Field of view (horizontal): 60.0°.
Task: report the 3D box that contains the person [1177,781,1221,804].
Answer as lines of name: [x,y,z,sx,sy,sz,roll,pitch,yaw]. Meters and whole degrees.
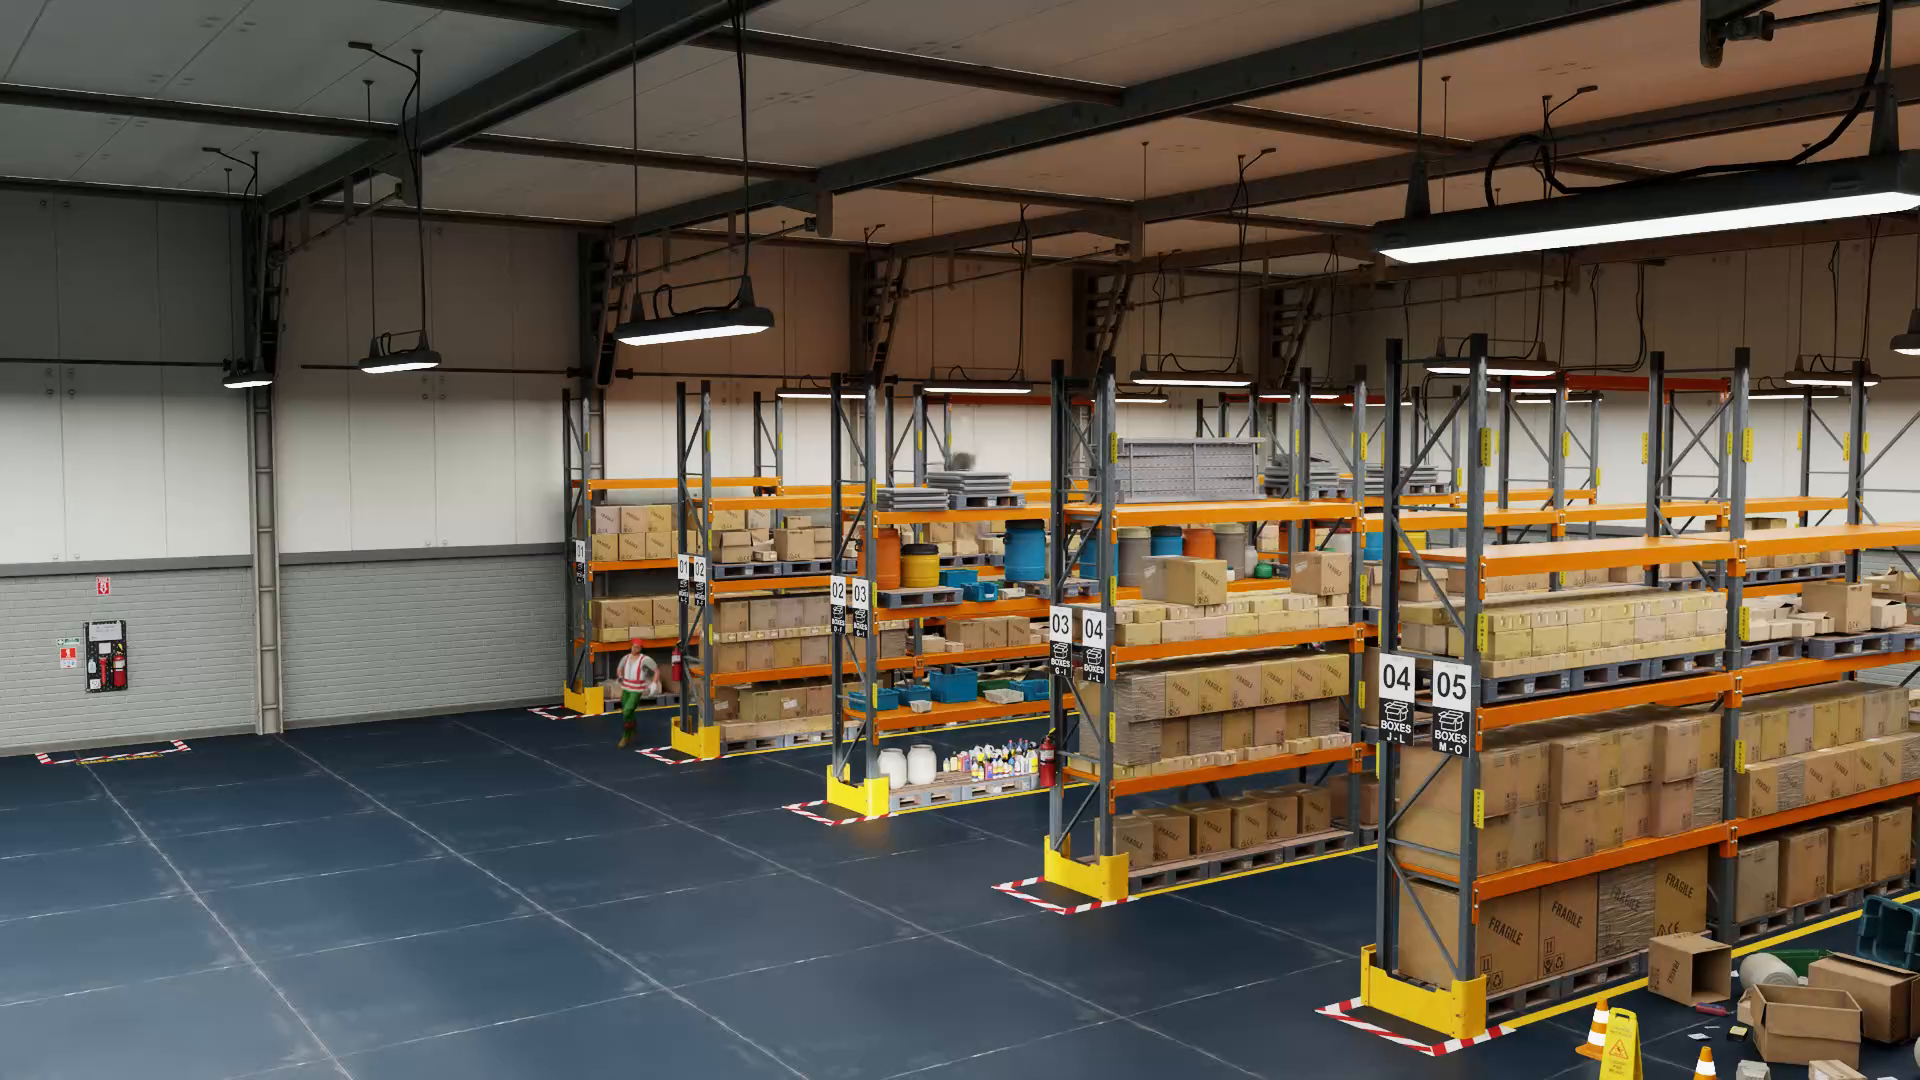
person: [3.189,2.868,22.479,0.933,1.661,0.567,-4,5,-45]

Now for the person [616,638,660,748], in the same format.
person: [-5.366,2.516,27.505,0.730,1.817,0.656,2,4,26]
